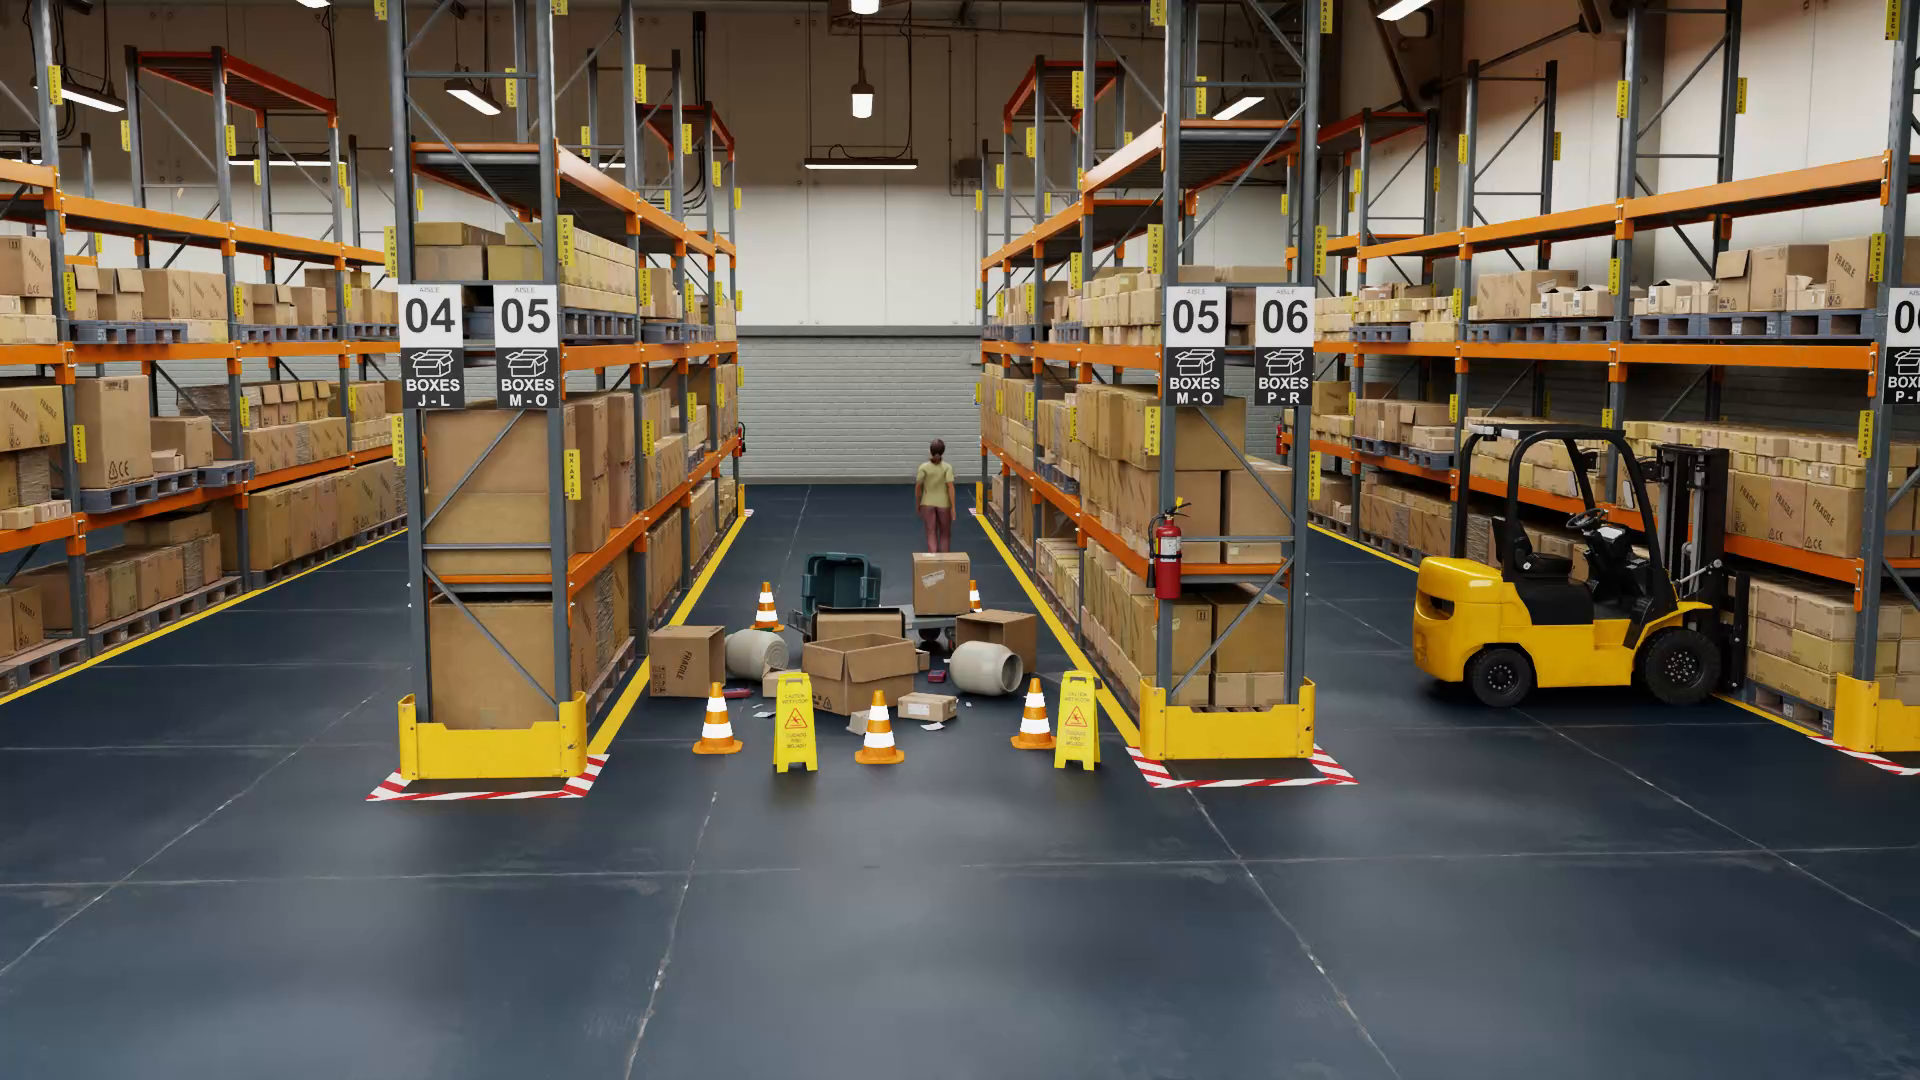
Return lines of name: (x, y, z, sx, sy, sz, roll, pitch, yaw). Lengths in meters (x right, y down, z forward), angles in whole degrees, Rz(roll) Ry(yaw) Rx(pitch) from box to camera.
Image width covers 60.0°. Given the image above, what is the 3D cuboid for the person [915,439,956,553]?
person: (-0.294, -0.377, 19.837, 0.478, 1.659, 0.861, 0, 7, -2)
